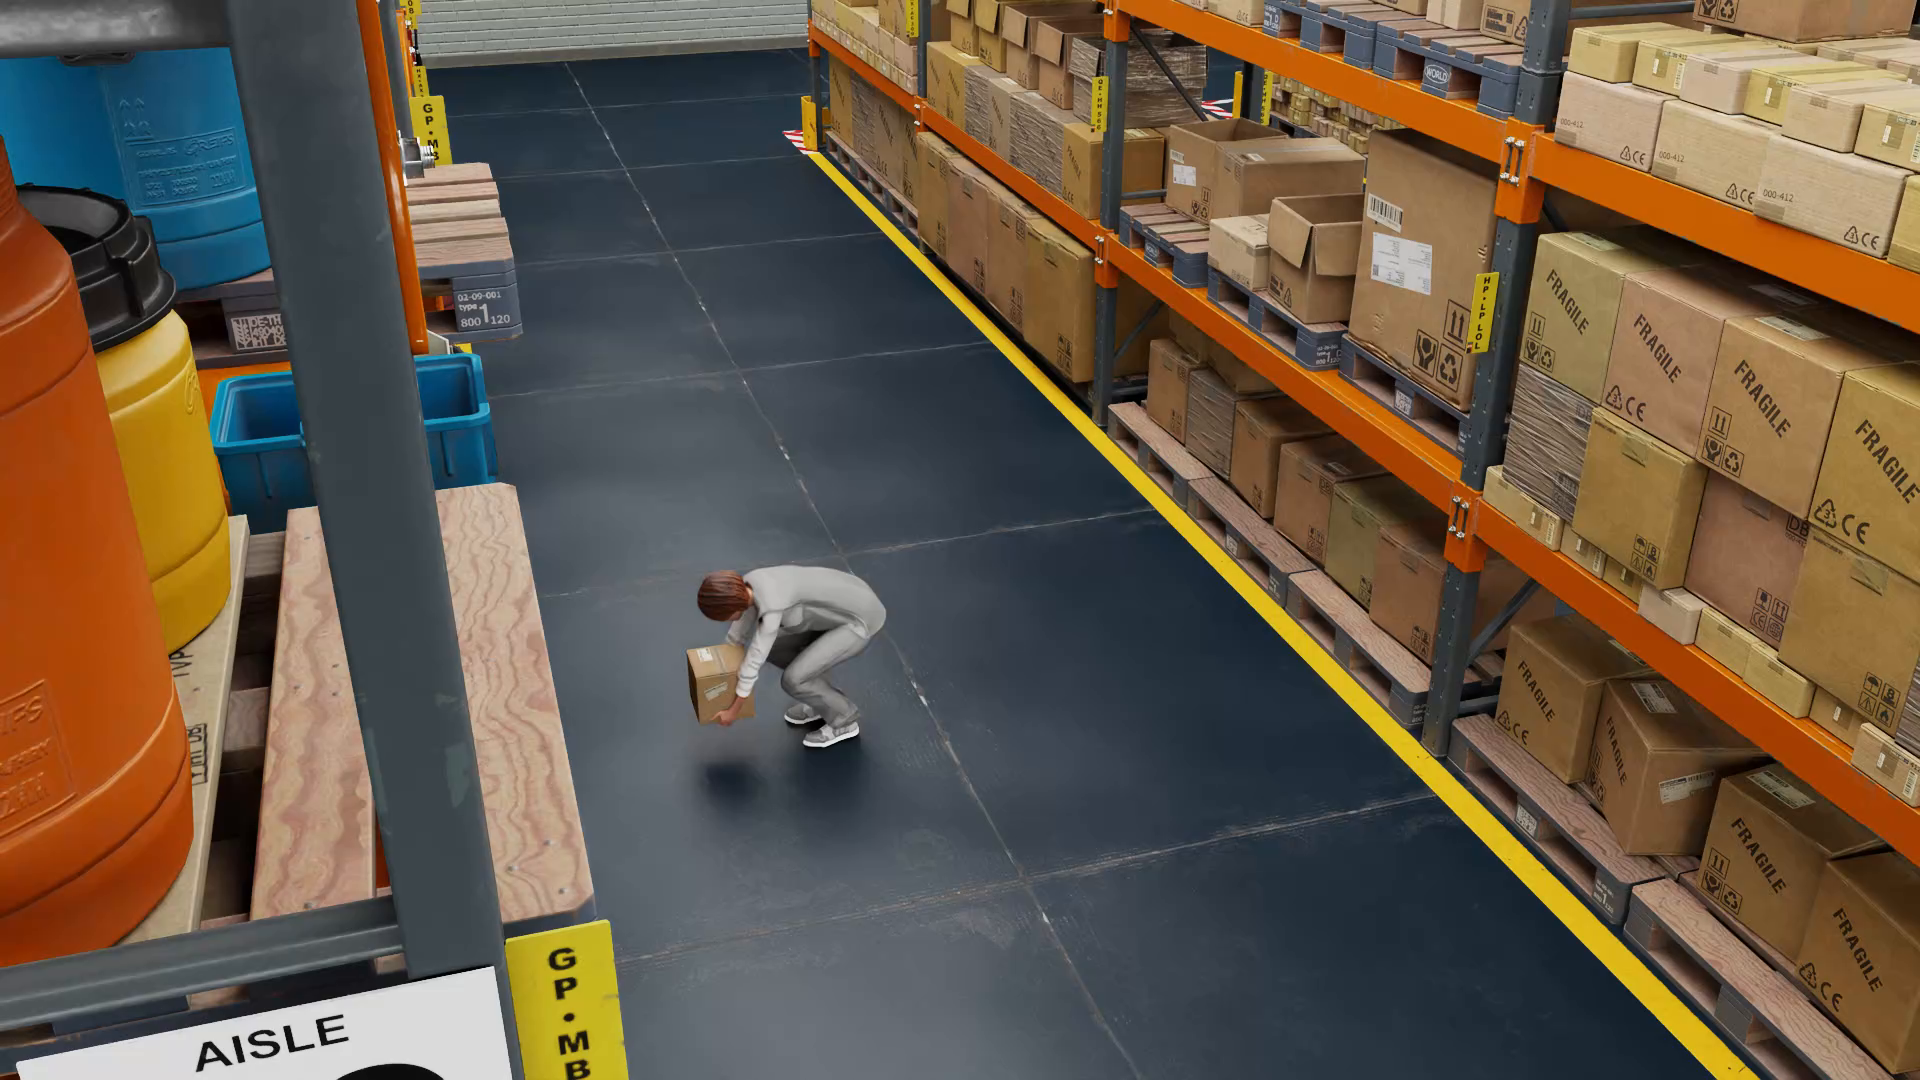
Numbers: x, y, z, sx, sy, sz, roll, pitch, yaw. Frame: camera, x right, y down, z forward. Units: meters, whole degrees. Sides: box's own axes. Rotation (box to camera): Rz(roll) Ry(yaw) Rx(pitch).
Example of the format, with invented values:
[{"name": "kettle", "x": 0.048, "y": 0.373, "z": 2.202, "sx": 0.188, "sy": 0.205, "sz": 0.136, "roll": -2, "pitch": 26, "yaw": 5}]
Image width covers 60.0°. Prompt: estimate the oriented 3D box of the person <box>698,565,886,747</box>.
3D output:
[{"name": "person", "x": -0.740, "y": 0.489, "z": 7.437, "sx": 0.845, "sy": 0.897, "sz": 0.425, "roll": -9, "pitch": 28, "yaw": -18}]
